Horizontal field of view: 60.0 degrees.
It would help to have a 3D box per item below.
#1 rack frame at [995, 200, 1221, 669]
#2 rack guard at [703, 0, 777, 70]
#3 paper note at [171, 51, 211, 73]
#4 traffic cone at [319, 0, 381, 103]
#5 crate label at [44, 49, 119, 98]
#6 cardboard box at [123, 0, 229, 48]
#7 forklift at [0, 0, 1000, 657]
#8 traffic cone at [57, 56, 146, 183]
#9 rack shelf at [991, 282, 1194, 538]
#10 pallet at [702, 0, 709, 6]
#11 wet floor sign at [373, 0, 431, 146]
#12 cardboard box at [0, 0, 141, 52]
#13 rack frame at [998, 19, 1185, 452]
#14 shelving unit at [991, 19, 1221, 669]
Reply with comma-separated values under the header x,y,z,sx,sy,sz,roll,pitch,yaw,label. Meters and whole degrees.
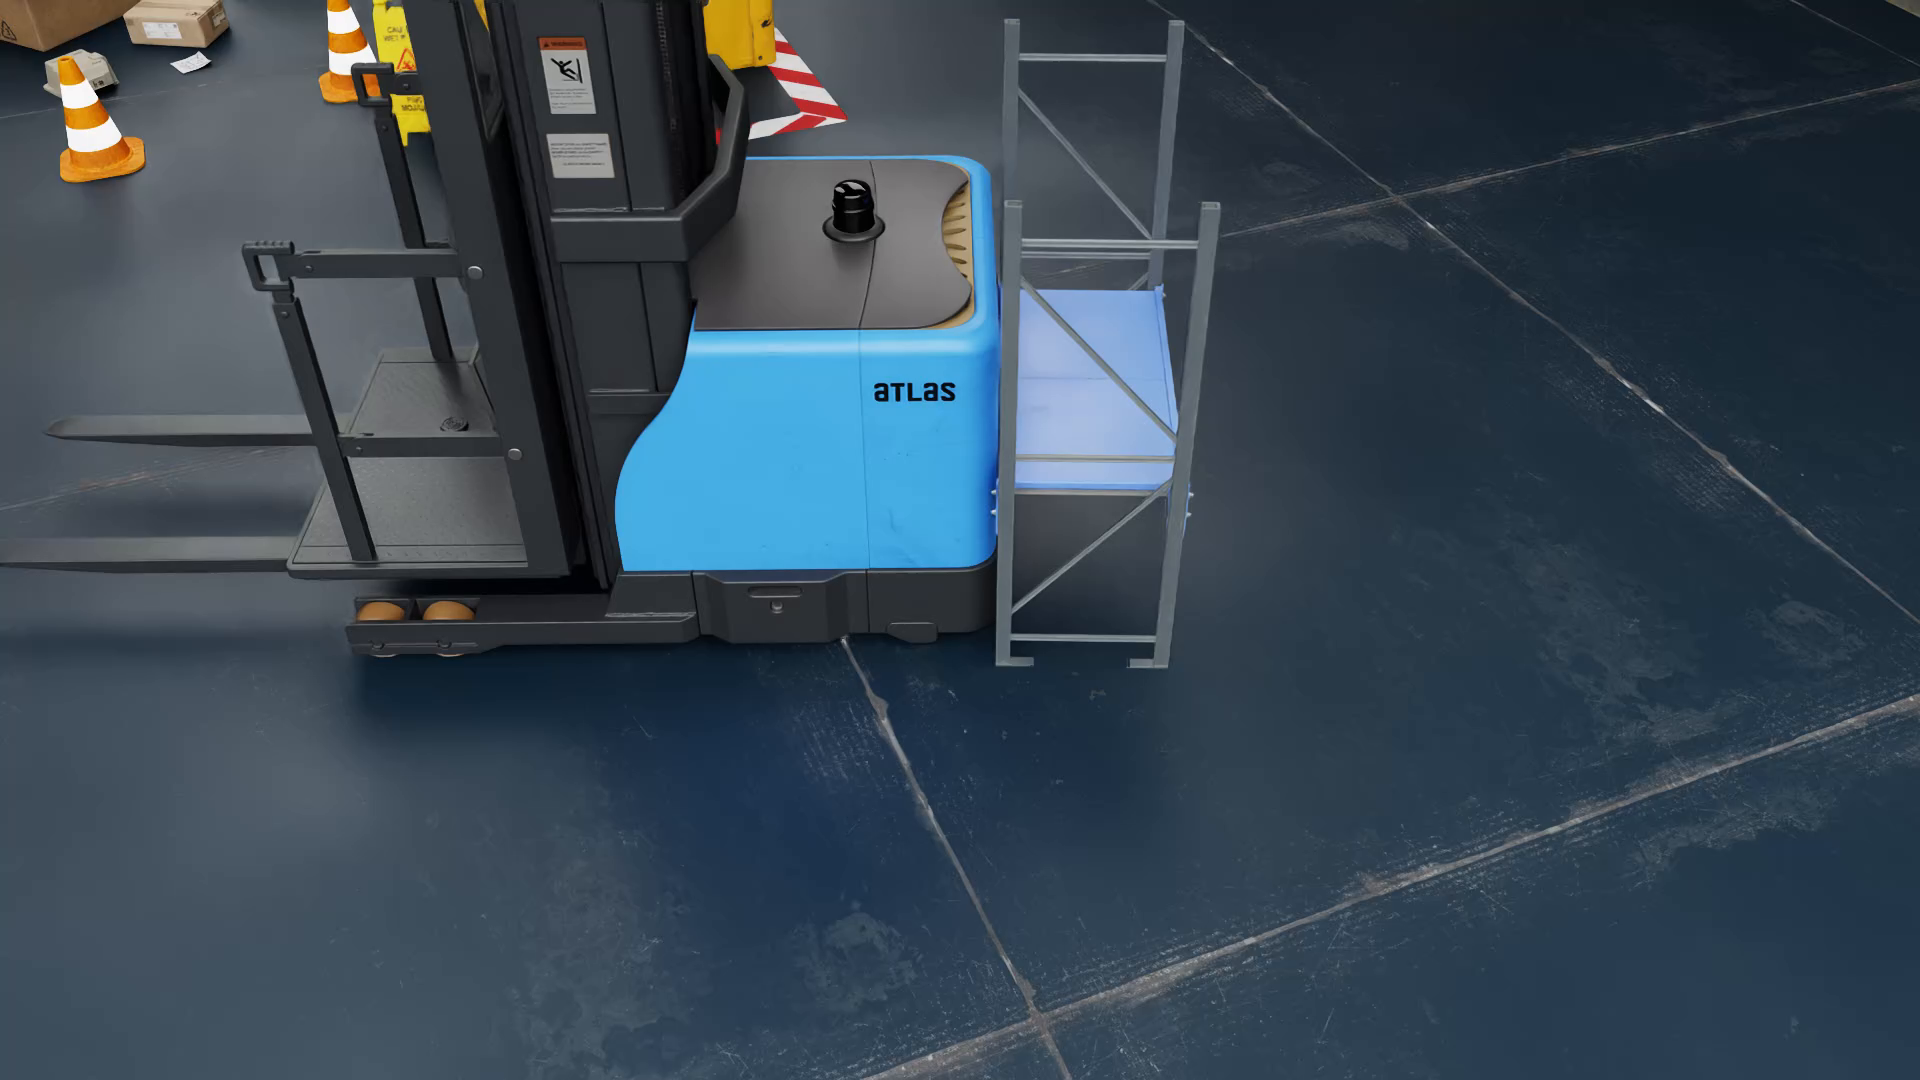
x,y,z,sx,sy,sz,roll,pitch,yaw,label
0.353,-0.209,4.343,0.500,1.500,0.032,1,41,1,rack frame
-1.458,-2.409,7.668,1.175,0.500,0.348,-15,43,-17,rack guard
-3.630,-2.258,7.852,0.148,0.019,0.142,-31,49,-31,paper note
-2.785,-2.286,7.553,0.336,0.463,0.334,-15,43,-17,traffic cone
-4.039,-2.139,7.632,0.298,0.136,0.250,27,47,27,crate label
-3.796,-2.515,8.061,0.380,0.149,0.250,5,41,6,cardboard box
-1.406,-1.118,4.302,3.031,2.935,1.130,-1,41,-1,forklift
-3.681,-1.804,6.993,0.336,0.463,0.334,-15,43,-17,traffic cone
0.364,-0.404,4.846,0.538,0.185,1.000,1,41,1,rack shelf
-1.736,-2.797,8.341,1.003,0.211,1.213,-15,43,-17,pallet
-2.345,-2.037,7.123,0.267,0.644,0.232,-2,41,-2,wet floor sign
-4.440,-2.791,8.109,0.637,0.503,0.797,19,44,20,cardboard box
0.374,-0.872,5.114,0.500,1.500,0.032,1,41,1,rack frame
0.364,-0.541,4.728,0.538,1.500,1.048,1,41,1,shelving unit
